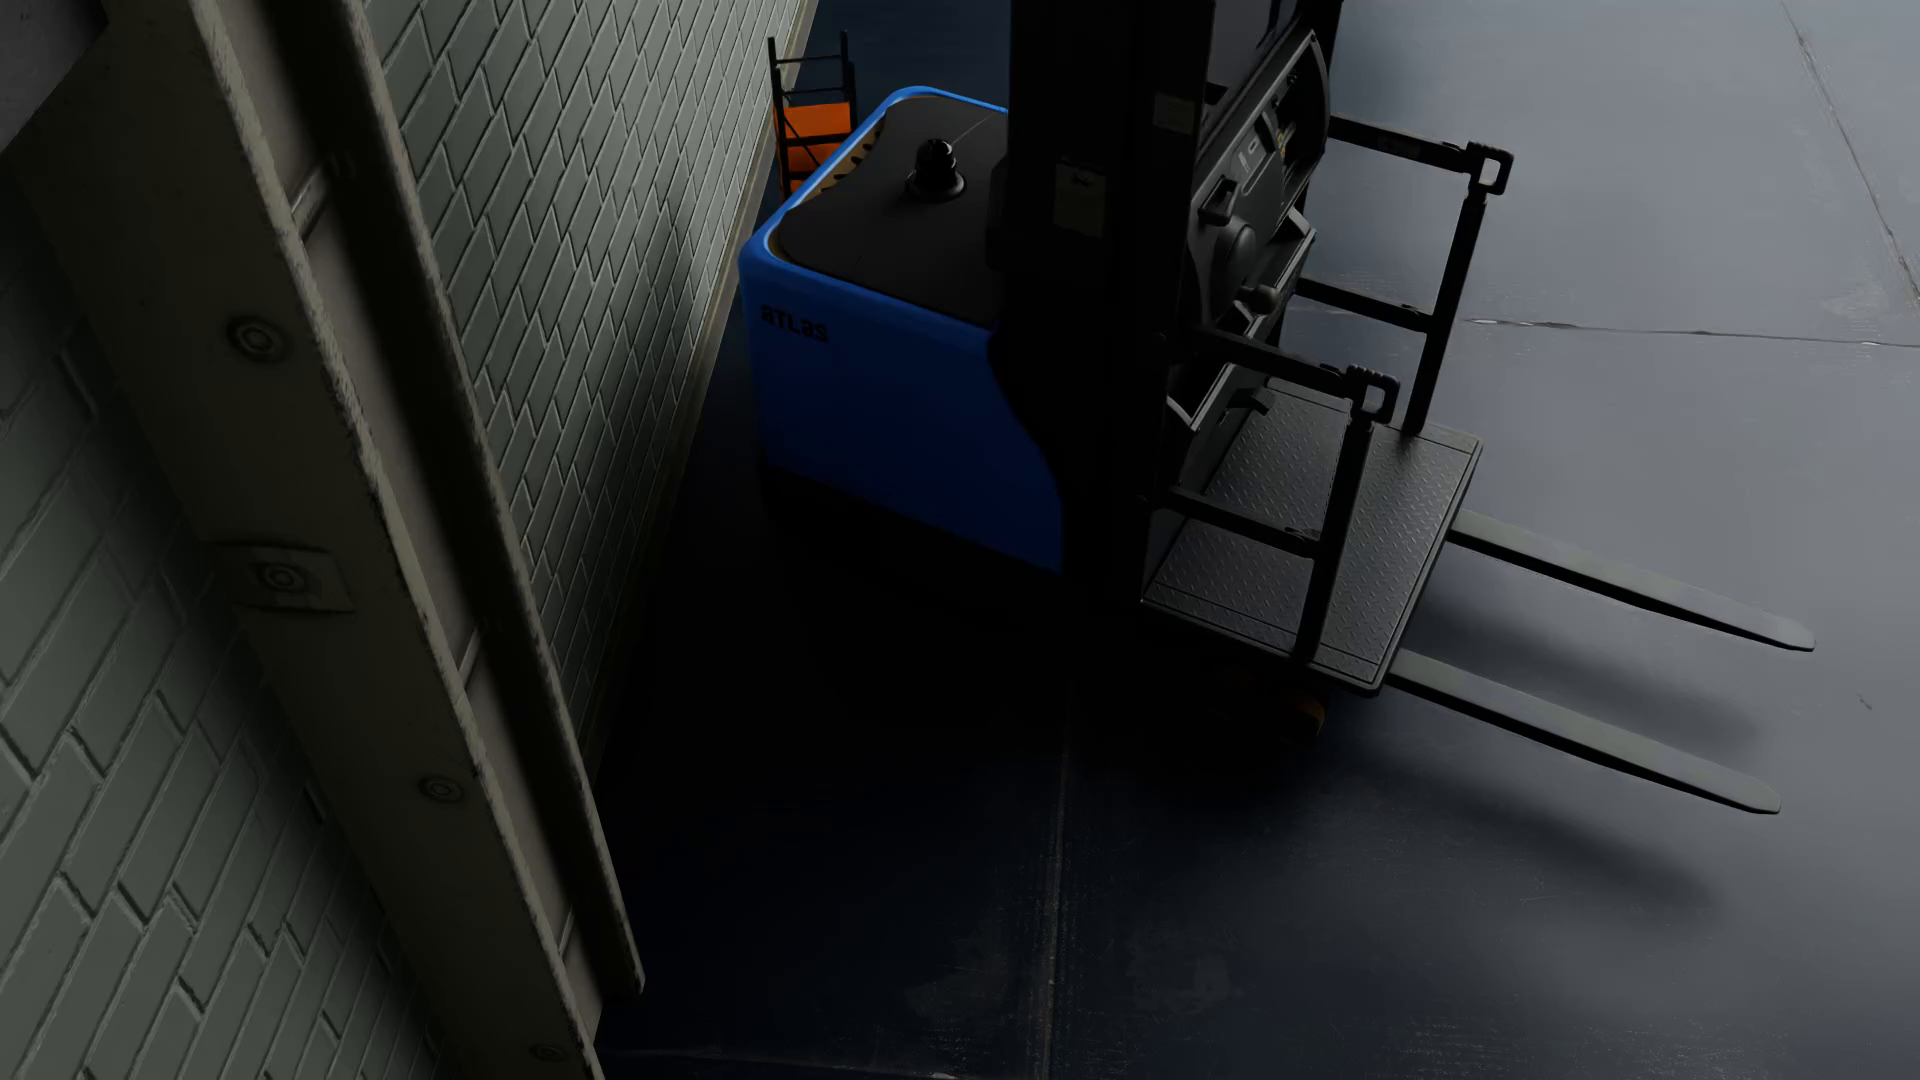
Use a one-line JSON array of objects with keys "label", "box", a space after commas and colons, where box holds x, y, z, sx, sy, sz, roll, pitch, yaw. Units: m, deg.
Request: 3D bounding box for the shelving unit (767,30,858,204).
[{"label": "shelving unit", "box": [-0.444, -1.047, 5.391, 0.258, 1.200, 0.189, -7, 47, -6]}]

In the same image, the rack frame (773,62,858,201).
[{"label": "rack frame", "box": [-0.429, -0.981, 5.329, 0.240, 1.200, 0.006, -7, 47, -6]}]

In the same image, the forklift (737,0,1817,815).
[{"label": "forklift", "box": [0.924, -0.861, 4.051, 3.031, 2.935, 1.130, 21, 51, 18]}]

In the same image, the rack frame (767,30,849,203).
[{"label": "rack frame", "box": [-0.459, -1.112, 5.454, 0.240, 1.200, 0.006, -7, 47, -6]}]

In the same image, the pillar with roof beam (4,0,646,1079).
[{"label": "pillar with roof beam", "box": [3.316, -1.504, 0.527, 9.100, 9.000, 0.400, 4, 48, 4]}]

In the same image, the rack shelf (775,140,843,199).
[{"label": "rack shelf", "box": [-0.445, -1.182, 5.250, 0.258, 0.103, 0.180, -7, 47, -6]}]

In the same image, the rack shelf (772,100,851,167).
[{"label": "rack shelf", "box": [-0.445, -1.265, 5.163, 0.258, 0.103, 0.180, -7, 47, -6]}]

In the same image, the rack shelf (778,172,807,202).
[{"label": "rack shelf", "box": [-0.444, -1.099, 5.337, 0.258, 0.103, 0.180, -7, 47, -6]}]
